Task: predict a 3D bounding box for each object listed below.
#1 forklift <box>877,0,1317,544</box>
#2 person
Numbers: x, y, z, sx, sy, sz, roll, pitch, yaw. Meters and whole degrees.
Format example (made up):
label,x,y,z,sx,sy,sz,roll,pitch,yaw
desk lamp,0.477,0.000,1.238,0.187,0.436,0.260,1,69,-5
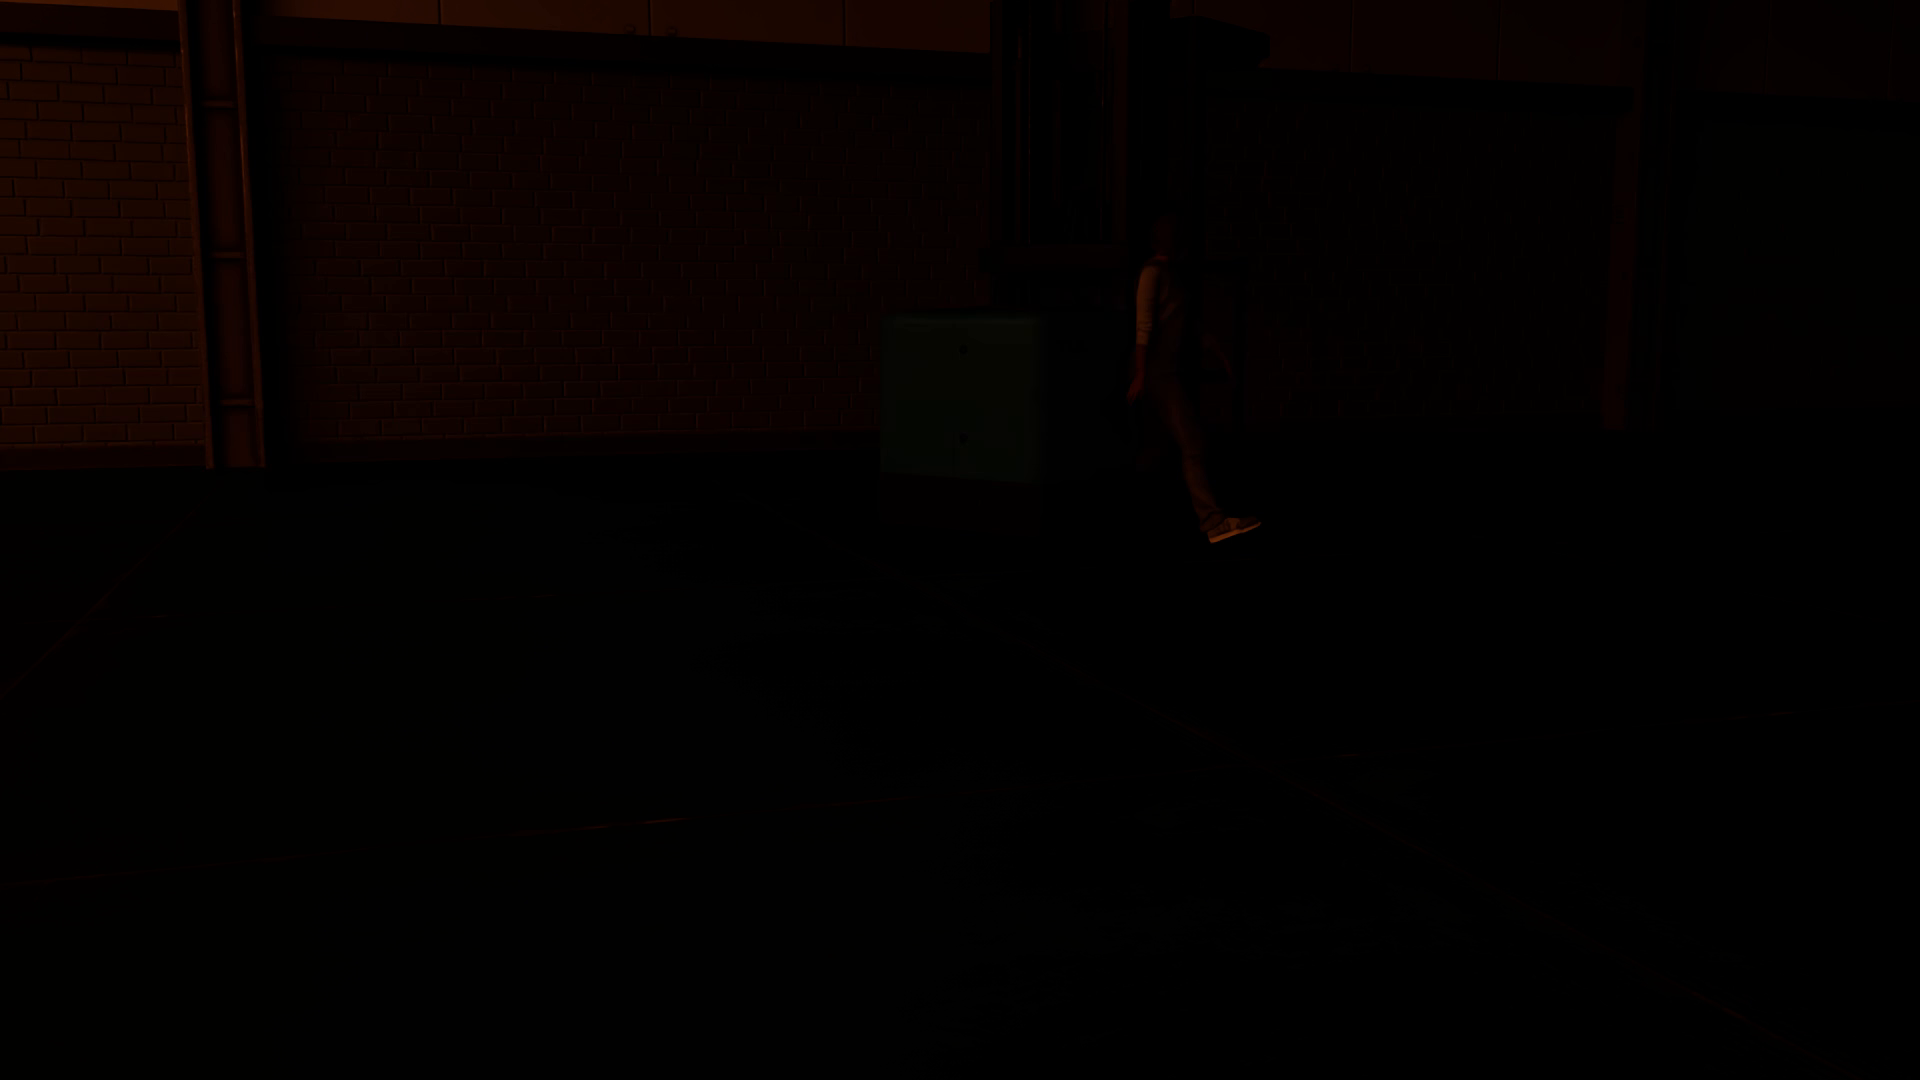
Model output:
label,x,y,z,sx,sy,sz,roll,pitch,yaw
forklift,0.911,-1.588,8.727,1.130,2.935,3.031,6,10,38
person,1.018,-0.738,7.765,0.830,1.569,0.560,2,8,15
